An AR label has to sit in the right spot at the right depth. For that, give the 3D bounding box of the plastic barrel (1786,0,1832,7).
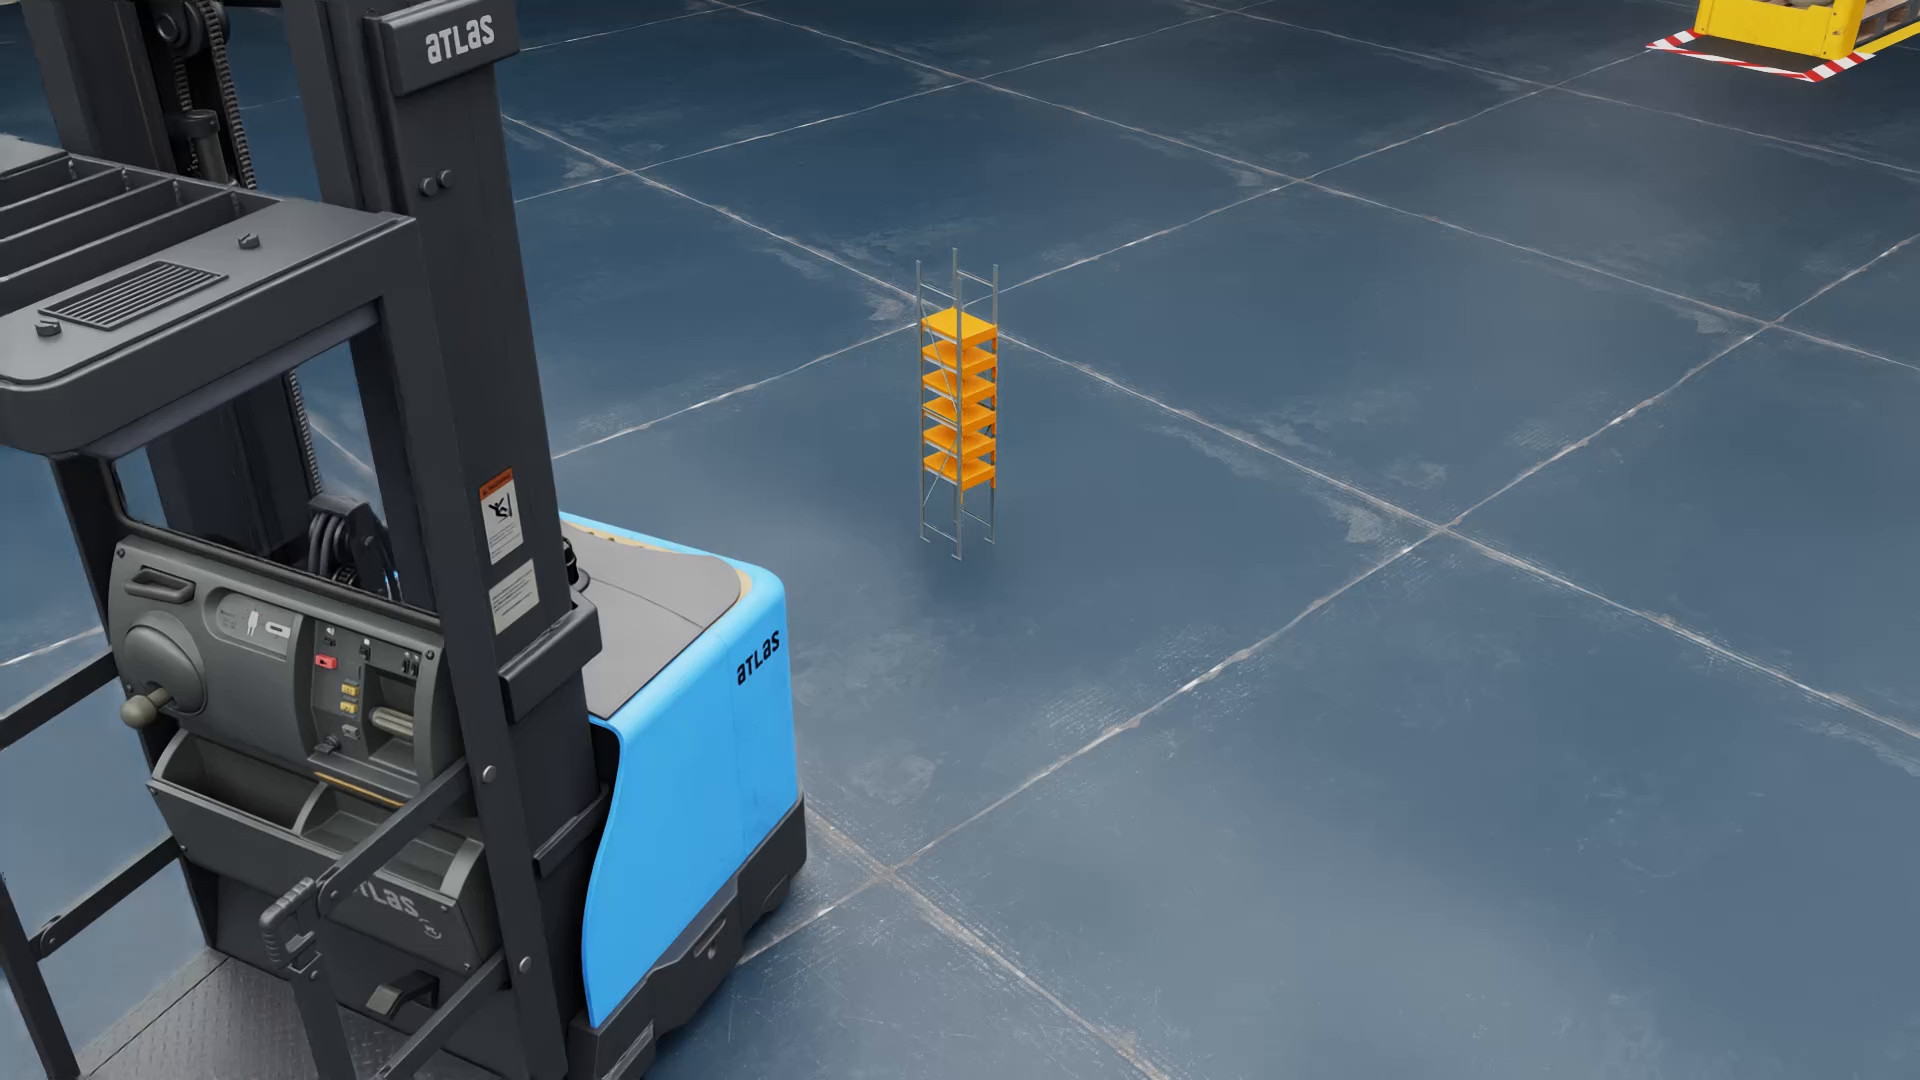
[{"bbox_3d":[6.858,-4.576,13.341,0.421,0.512,0.421,0,31,0],"label":"plastic barrel"}]

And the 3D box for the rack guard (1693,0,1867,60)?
[{"bbox_3d":[6.451,-4.174,13.097,0.348,0.500,1.175,-26,40,-35],"label":"rack guard"}]

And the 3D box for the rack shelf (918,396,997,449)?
[{"bbox_3d":[-0.011,-0.469,6.452,0.180,0.103,0.258,-26,40,-35],"label":"rack shelf"}]

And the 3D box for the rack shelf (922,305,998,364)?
[{"bbox_3d":[-0.011,-0.776,6.264,0.180,0.103,0.258,-26,40,-35],"label":"rack shelf"}]

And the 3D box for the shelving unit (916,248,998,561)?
[{"bbox_3d":[-0.011,-0.507,6.429,0.189,1.200,0.258,-26,40,-35],"label":"shelving unit"}]

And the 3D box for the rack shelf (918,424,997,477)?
[{"bbox_3d":[-0.011,-0.366,6.514,0.180,0.103,0.258,-26,40,-35],"label":"rack shelf"}]

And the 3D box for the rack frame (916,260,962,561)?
[{"bbox_3d":[-0.078,-0.474,6.376,0.006,1.200,0.240,-26,40,-35],"label":"rack frame"}]

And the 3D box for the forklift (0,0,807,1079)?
[{"bbox_3d":[-1.568,0.331,3.398,1.130,2.935,3.031,14,34,22],"label":"forklift"}]

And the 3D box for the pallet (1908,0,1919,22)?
[{"bbox_3d":[7.944,-4.768,14.345,1.213,0.211,1.003,-26,40,-35],"label":"pallet"}]

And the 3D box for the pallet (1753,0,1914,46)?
[{"bbox_3d":[7.050,-4.337,13.641,1.213,0.211,1.003,-26,40,-35],"label":"pallet"}]

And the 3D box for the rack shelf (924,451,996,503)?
[{"bbox_3d":[-0.011,-0.264,6.577,0.180,0.103,0.258,-26,40,-35],"label":"rack shelf"}]

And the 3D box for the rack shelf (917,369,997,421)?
[{"bbox_3d":[-0.011,-0.571,6.389,0.180,0.103,0.258,-26,40,-35],"label":"rack shelf"}]

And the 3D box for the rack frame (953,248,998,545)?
[{"bbox_3d":[0.056,-0.539,6.482,0.006,1.200,0.240,-26,40,-35],"label":"rack frame"}]

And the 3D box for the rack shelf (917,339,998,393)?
[{"bbox_3d":[-0.011,-0.674,6.327,0.180,0.103,0.258,-26,40,-35],"label":"rack shelf"}]
